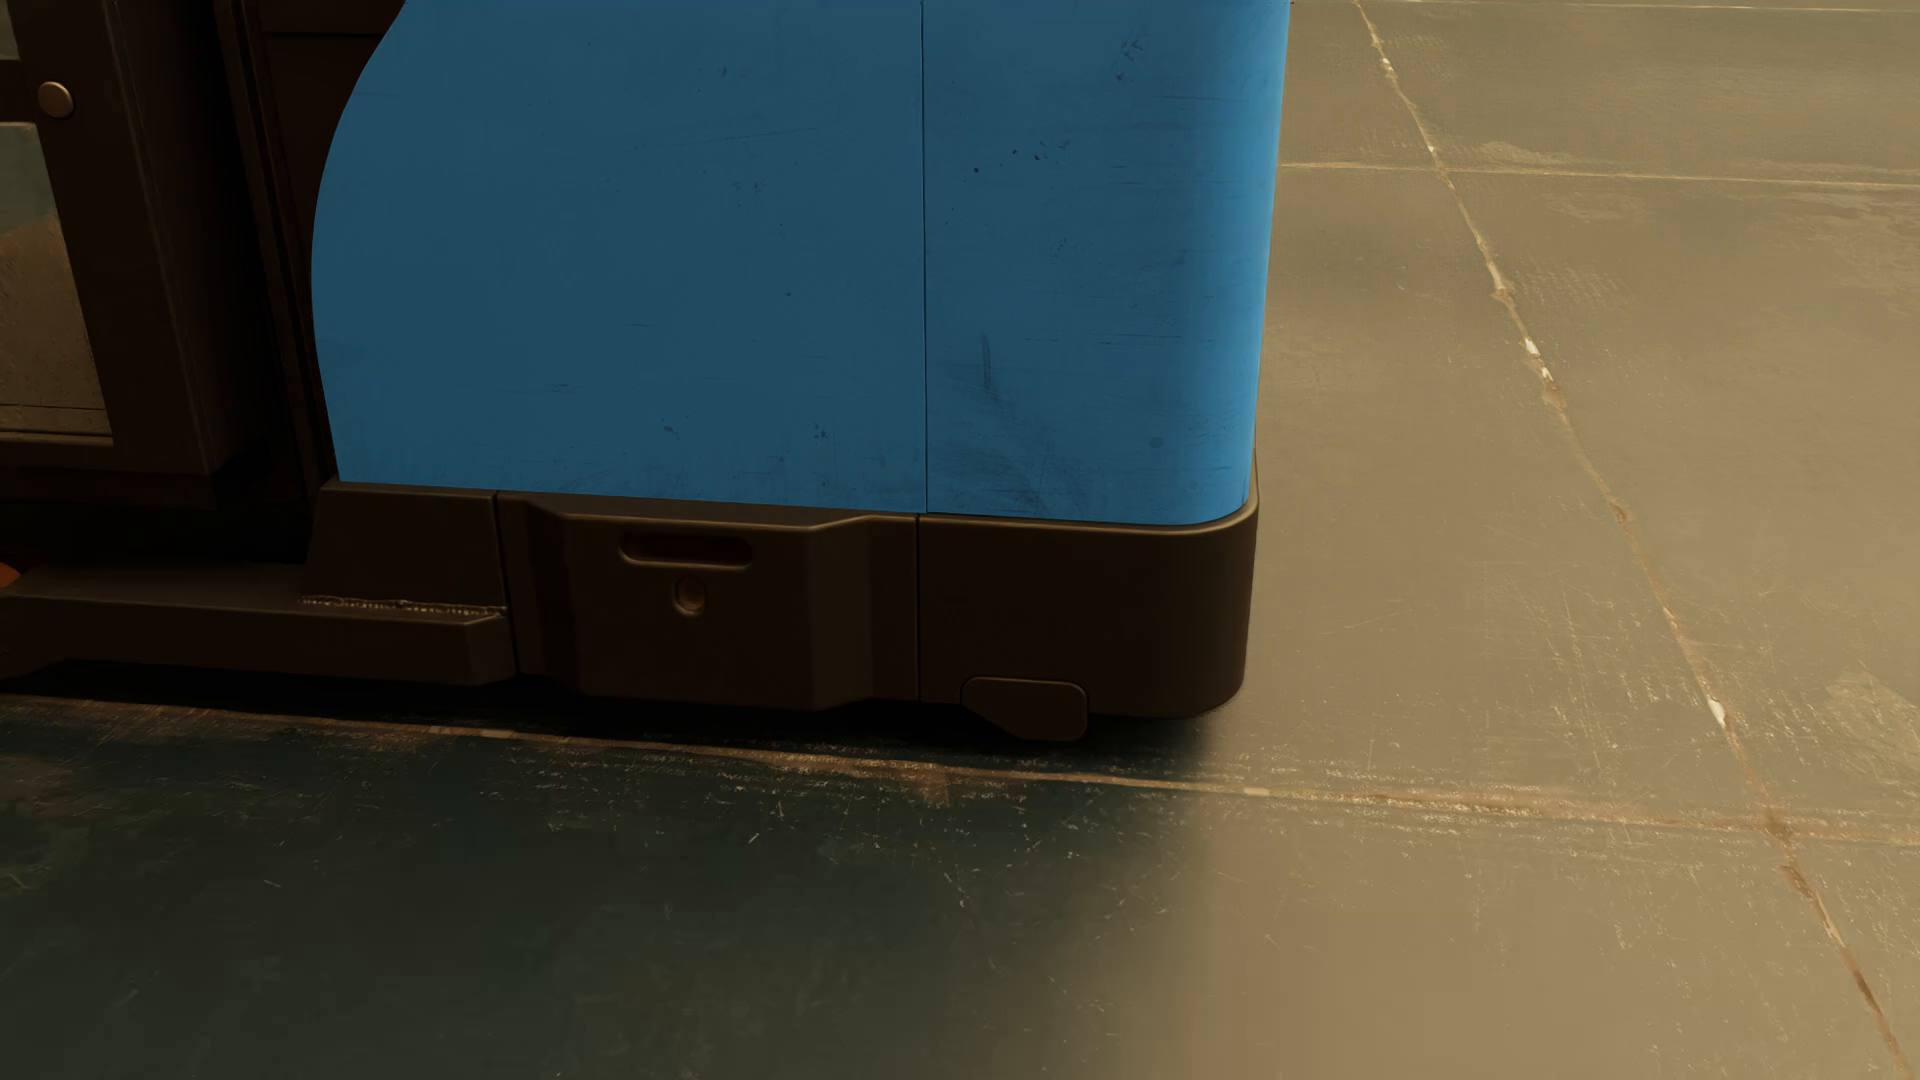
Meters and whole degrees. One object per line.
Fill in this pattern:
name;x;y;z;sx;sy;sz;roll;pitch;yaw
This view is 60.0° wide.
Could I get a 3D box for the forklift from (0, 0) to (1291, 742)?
forklift;-1.108;-1.352;1.928;3.031;2.935;1.130;3;27;6
